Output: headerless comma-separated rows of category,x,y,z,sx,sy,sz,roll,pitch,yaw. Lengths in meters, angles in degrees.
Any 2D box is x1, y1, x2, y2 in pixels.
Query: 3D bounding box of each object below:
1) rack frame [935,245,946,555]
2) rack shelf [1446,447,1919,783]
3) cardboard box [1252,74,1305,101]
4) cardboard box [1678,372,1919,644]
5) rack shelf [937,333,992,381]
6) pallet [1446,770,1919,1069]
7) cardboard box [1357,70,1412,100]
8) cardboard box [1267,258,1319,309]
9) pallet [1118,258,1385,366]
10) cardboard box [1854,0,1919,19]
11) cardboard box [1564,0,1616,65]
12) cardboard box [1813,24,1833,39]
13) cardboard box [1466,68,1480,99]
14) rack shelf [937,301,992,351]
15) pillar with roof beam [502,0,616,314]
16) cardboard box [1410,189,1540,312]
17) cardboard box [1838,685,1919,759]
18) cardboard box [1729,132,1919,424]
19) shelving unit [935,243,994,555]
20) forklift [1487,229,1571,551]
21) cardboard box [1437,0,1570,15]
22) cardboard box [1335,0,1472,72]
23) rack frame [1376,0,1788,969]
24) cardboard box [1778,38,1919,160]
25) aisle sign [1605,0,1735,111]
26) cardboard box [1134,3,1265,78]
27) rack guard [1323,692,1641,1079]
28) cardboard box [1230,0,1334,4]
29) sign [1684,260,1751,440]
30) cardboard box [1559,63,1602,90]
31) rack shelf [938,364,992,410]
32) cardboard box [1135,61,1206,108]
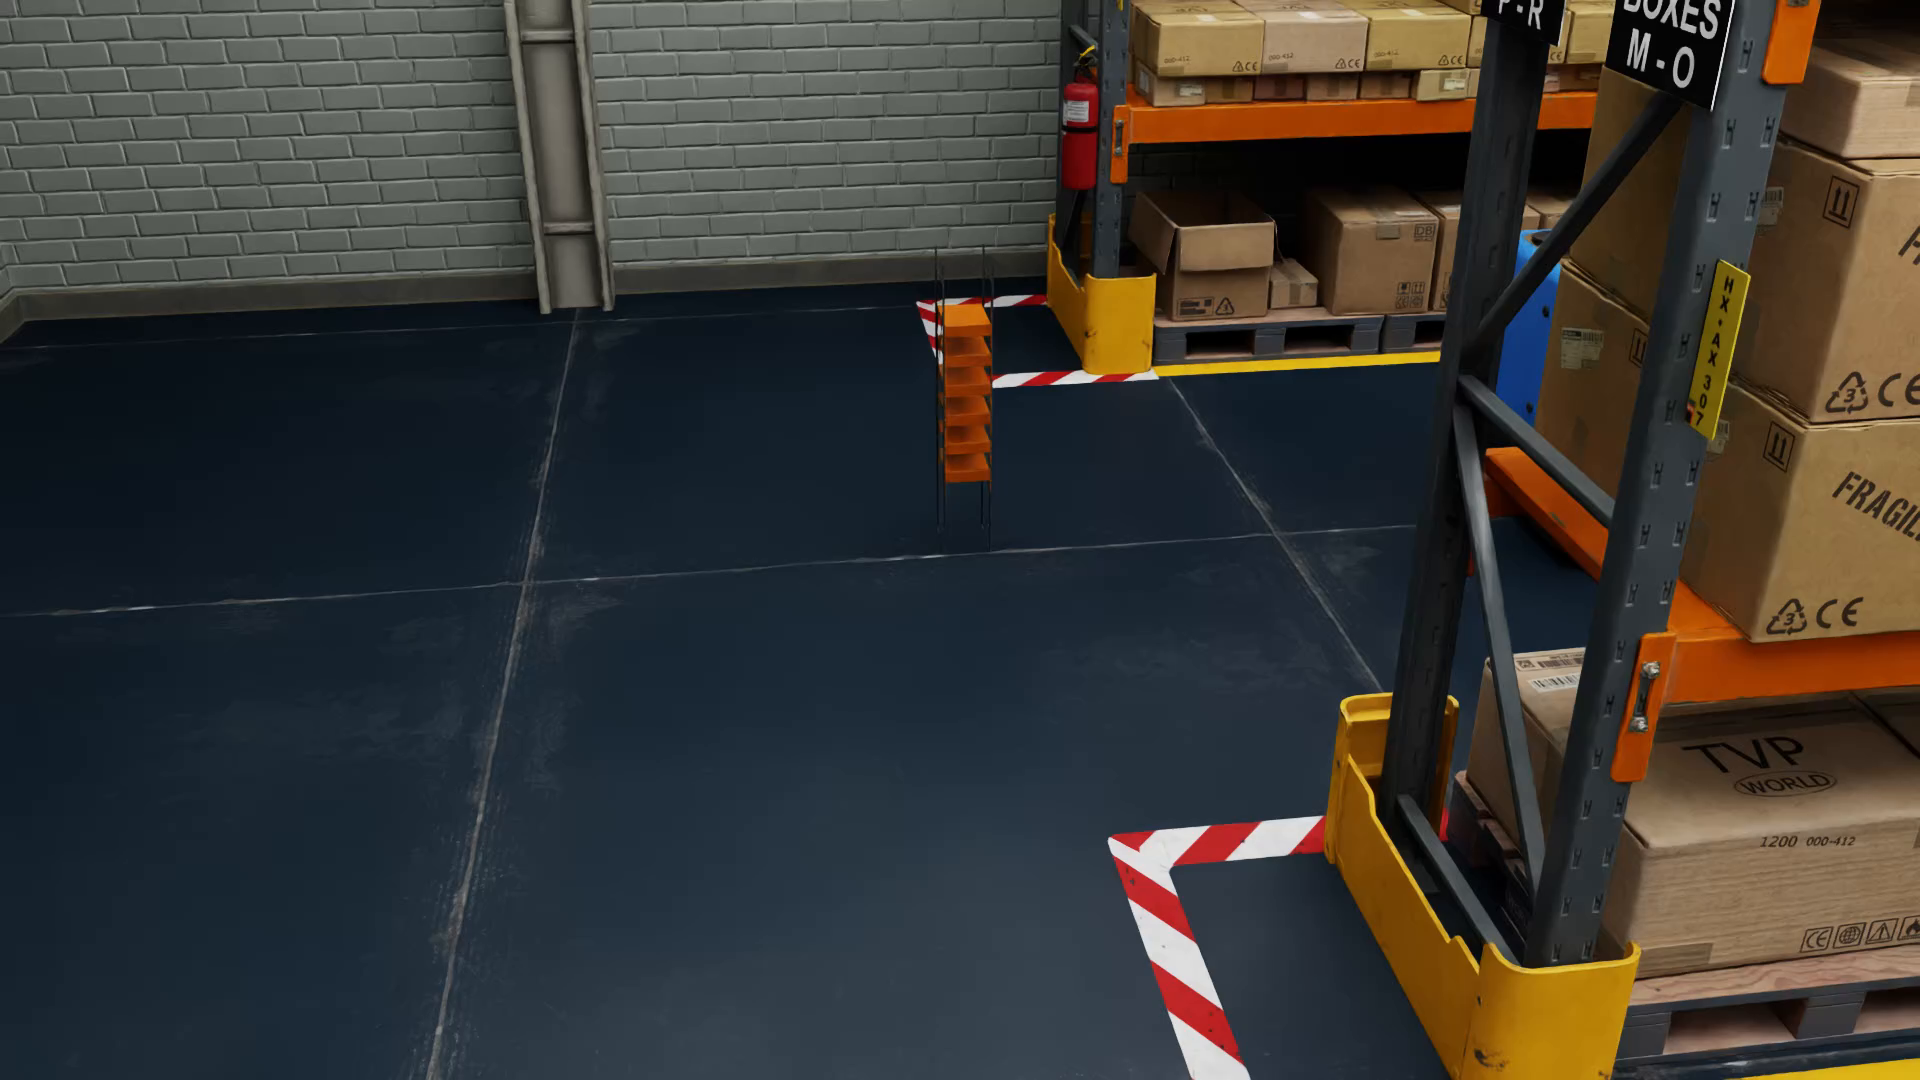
rack frame,-0.076,-0.529,6.467,0.006,1.200,0.240,-4,27,-7
rack shelf,3.328,0.007,4.238,4.000,0.370,1.077,-4,27,-7
cardboard box,1.517,-2.284,8.191,0.250,0.149,0.380,-4,27,-8
cardboard box,1.863,-0.131,3.610,0.500,0.500,0.500,-4,27,-8
rack shelf,0.014,-0.709,6.389,0.180,0.103,0.258,-4,27,-7
pallet,2.129,0.969,4.631,1.213,0.211,1.003,-4,27,-7
cardboard box,2.038,-2.292,8.206,0.250,0.149,0.380,-3,27,-6
cardboard box,1.697,-1.353,8.765,0.250,0.149,0.380,-5,28,-9
pallet,1.517,-1.245,8.945,1.213,0.211,1.003,-4,27,-7
cardboard box,2.167,-1.158,3.807,0.250,0.149,0.380,-4,27,-8
cardboard box,3.153,-2.542,8.258,0.500,0.250,0.500,-4,27,-7
cardboard box,1.675,-1.077,3.648,0.250,0.149,0.380,-3,27,-6
cardboard box,2.557,-2.300,8.222,0.250,0.149,0.380,-3,27,-6
rack shelf,0.014,-0.816,6.334,0.180,0.103,0.258,-4,27,-7
pillar with roof beam,-1.543,-3.388,3.496,0.400,9.000,9.100,-4,27,-7
cardboard box,2.661,-1.525,8.715,0.500,0.500,0.500,-3,27,-6
cardboard box,2.892,0.618,4.606,0.875,0.438,0.875,-3,27,-6
cardboard box,1.863,-0.577,3.384,0.500,0.500,0.500,-4,27,-8
shelving unit,0.014,-0.535,6.478,0.189,1.200,0.258,-4,27,-7
forklift,3.785,-1.493,6.449,3.031,2.935,1.130,-3,27,-6
cardboard box,2.625,-2.831,7.999,0.500,0.500,0.500,-3,27,-6
cardboard box,2.140,-2.468,8.113,0.500,0.250,0.500,-4,27,-8
rack frame,1.348,-0.186,3.826,0.127,3.000,1.000,-4,27,-7
cardboard box,1.738,-0.861,3.227,0.250,0.149,0.380,-3,27,-6
aisle sign,1.317,-1.207,2.968,0.004,0.787,0.394,-4,27,-7
cardboard box,1.139,-2.402,7.984,0.500,0.250,0.500,-4,27,-7
rack guard,1.324,0.928,4.394,0.348,0.500,1.175,-4,27,-7
cardboard box,1.582,-2.676,8.519,0.500,0.250,0.500,-4,27,-7
sign,1.419,-0.355,3.121,0.005,0.325,0.100,-4,27,-7
cardboard box,3.040,-2.384,8.387,0.250,0.149,0.380,-3,27,-6
rack shelf,0.014,-0.602,6.443,0.180,0.103,0.258,-4,27,-7
cardboard box,1.016,-2.214,8.055,0.250,0.149,0.380,-4,27,-8
